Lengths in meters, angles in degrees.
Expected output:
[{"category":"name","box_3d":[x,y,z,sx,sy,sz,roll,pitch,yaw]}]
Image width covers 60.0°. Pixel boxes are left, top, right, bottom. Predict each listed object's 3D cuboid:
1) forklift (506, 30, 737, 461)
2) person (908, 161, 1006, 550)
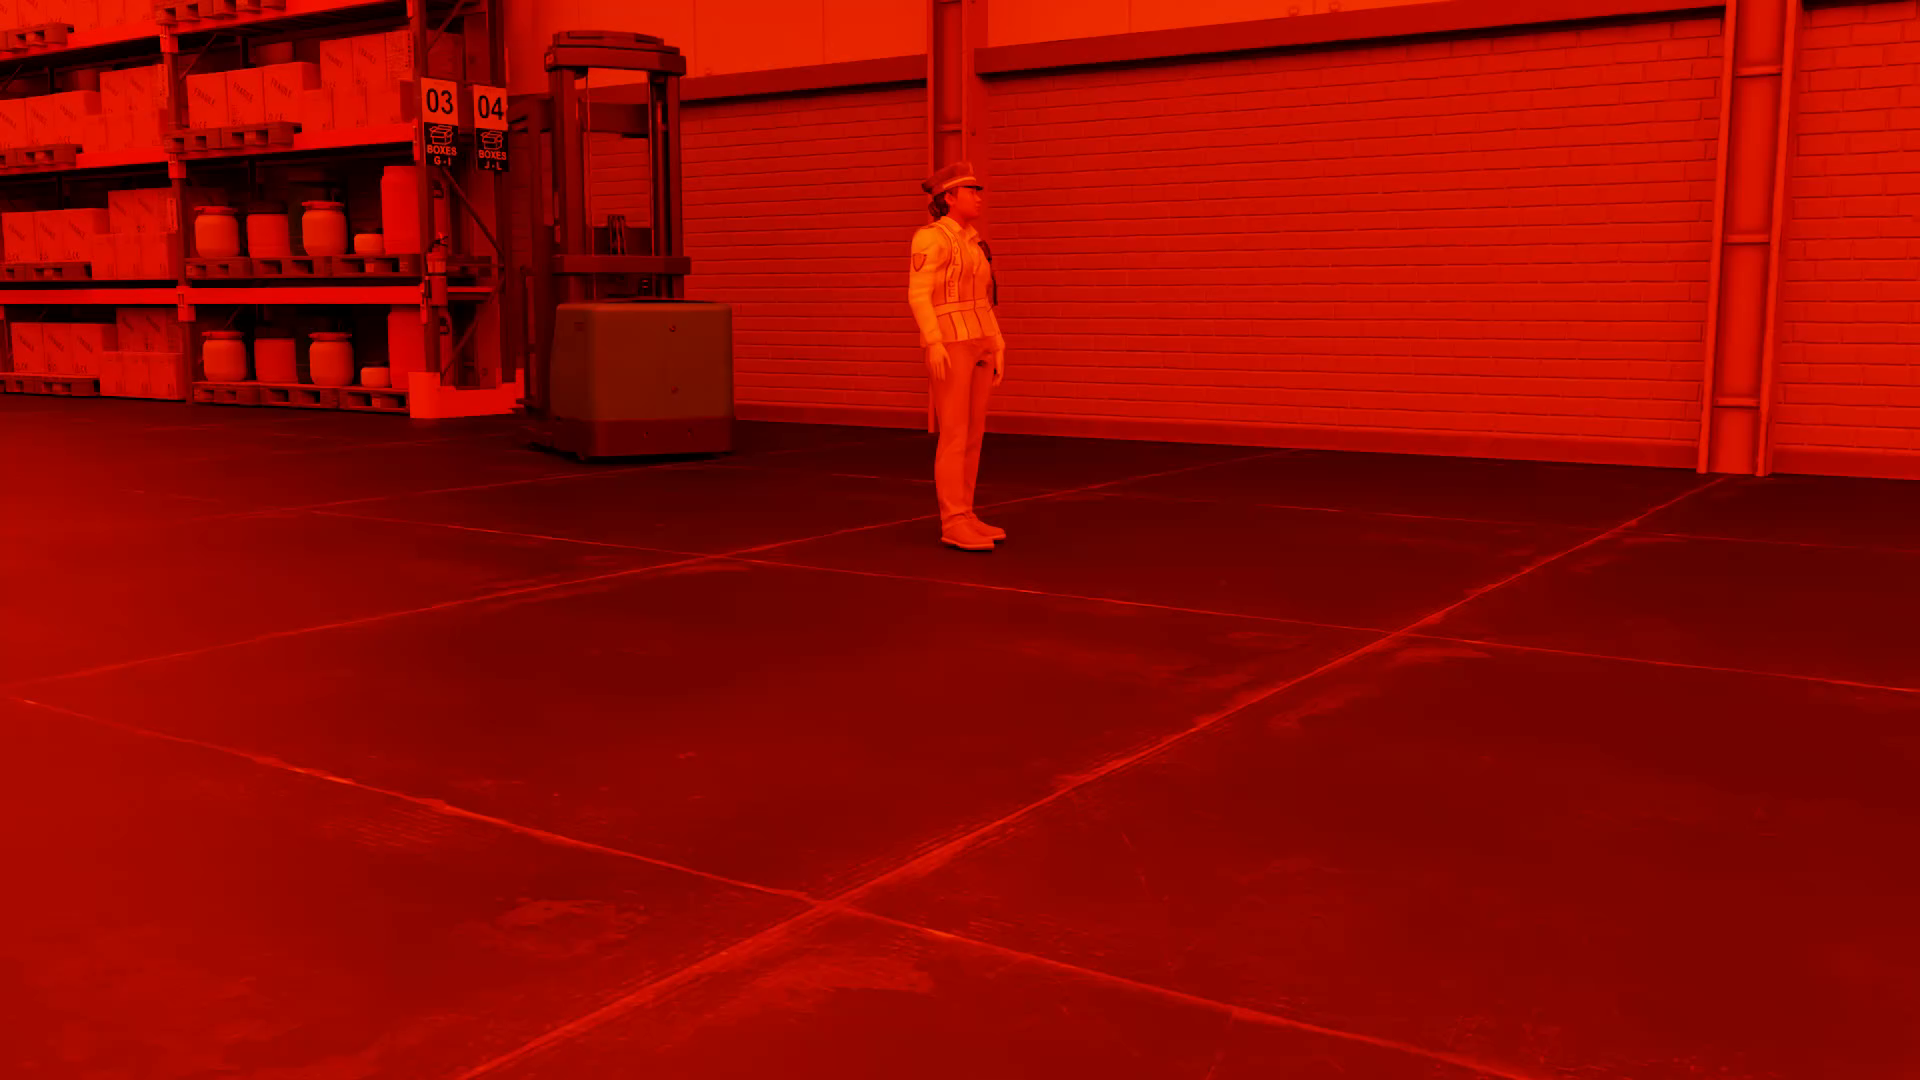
[{"category":"forklift","box_3d":[-2.670,-2.145,12.278,1.130,2.935,3.031,-4,9,-28]},{"category":"person","box_3d":[0.053,-0.840,7.439,0.530,1.694,0.586,5,10,34]}]
